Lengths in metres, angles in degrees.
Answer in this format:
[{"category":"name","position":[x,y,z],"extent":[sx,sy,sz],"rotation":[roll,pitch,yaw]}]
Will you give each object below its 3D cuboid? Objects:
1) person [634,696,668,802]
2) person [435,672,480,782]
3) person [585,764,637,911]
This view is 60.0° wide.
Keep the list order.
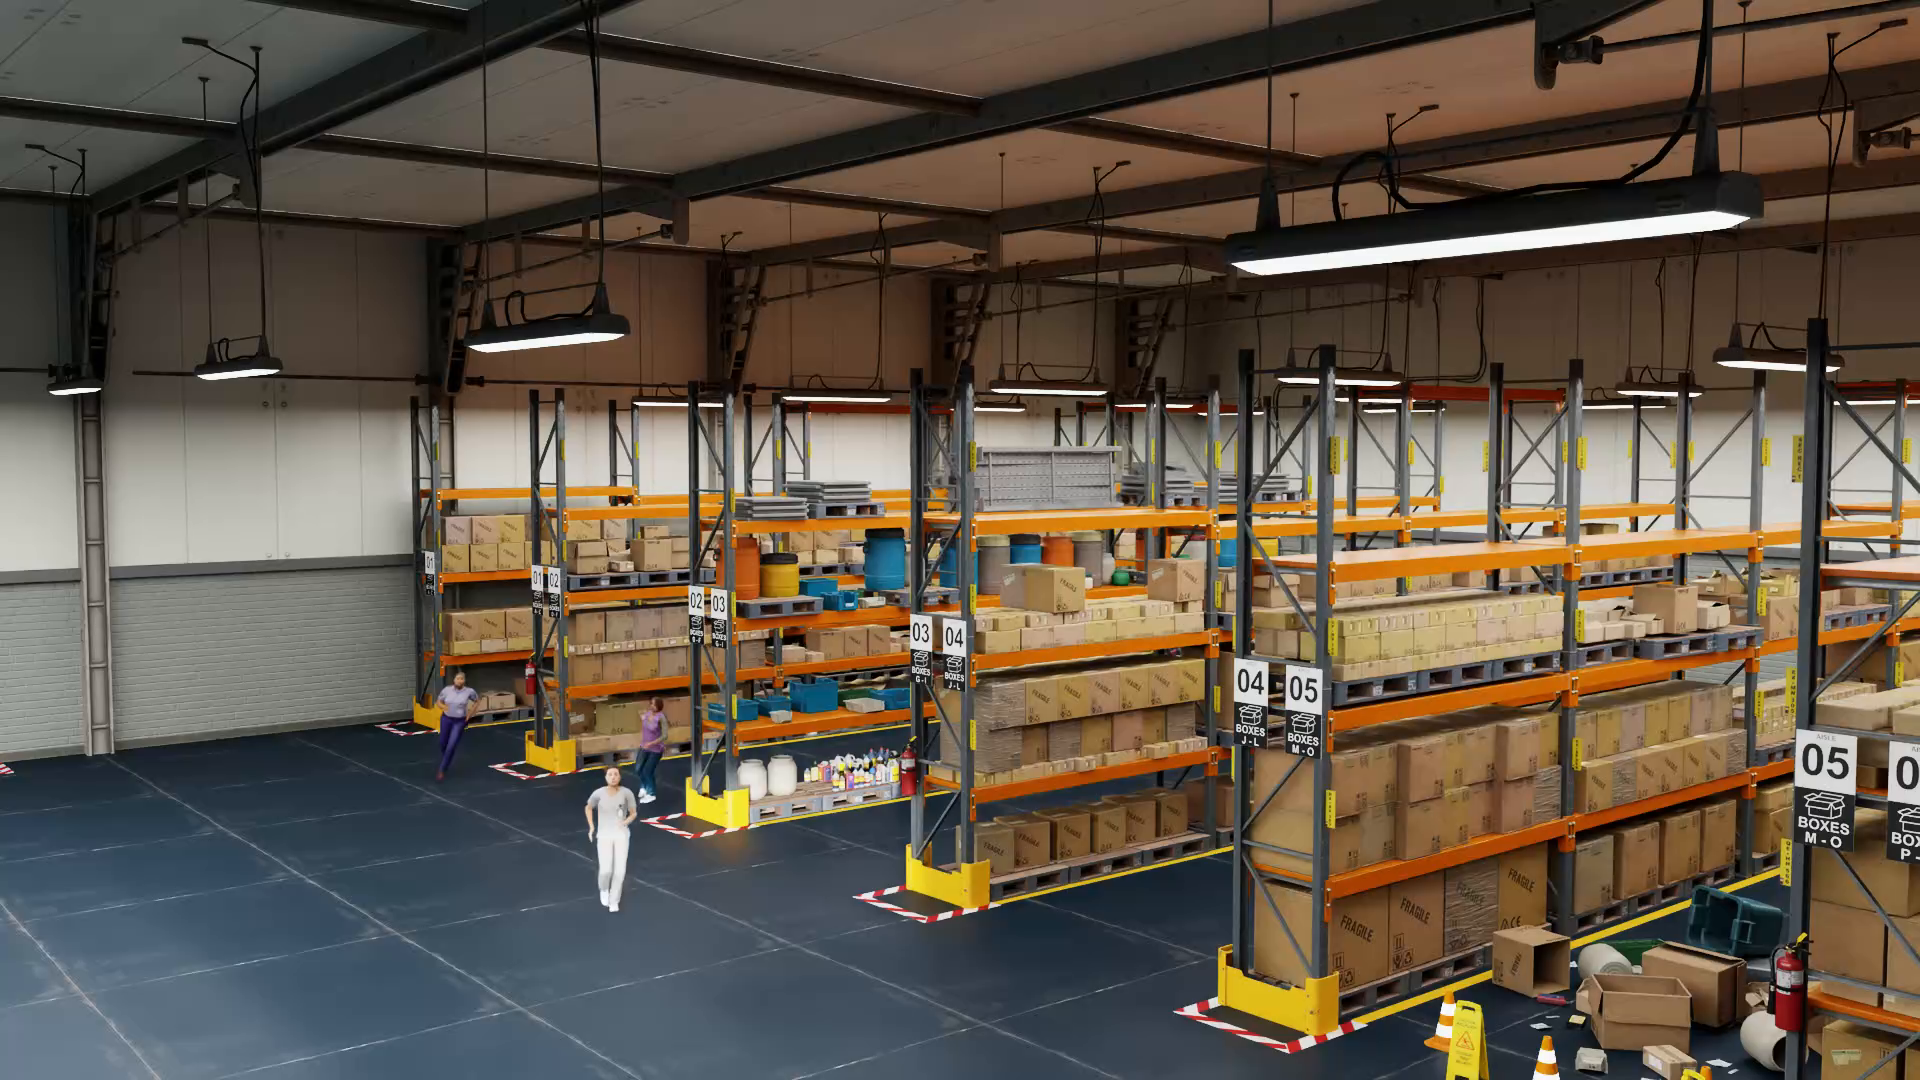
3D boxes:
[{"category":"person","position":[-4.405,2.991,23.668],"extent":[0.575,1.547,0.489],"rotation":[2,4,26]},{"category":"person","position":[-7.791,2.845,25.724],"extent":[0.646,1.636,0.888],"rotation":[0,3,-3]},{"category":"person","position":[-3.801,3.273,18.174],"extent":[0.550,1.622,0.565],"rotation":[-1,3,-15]}]
